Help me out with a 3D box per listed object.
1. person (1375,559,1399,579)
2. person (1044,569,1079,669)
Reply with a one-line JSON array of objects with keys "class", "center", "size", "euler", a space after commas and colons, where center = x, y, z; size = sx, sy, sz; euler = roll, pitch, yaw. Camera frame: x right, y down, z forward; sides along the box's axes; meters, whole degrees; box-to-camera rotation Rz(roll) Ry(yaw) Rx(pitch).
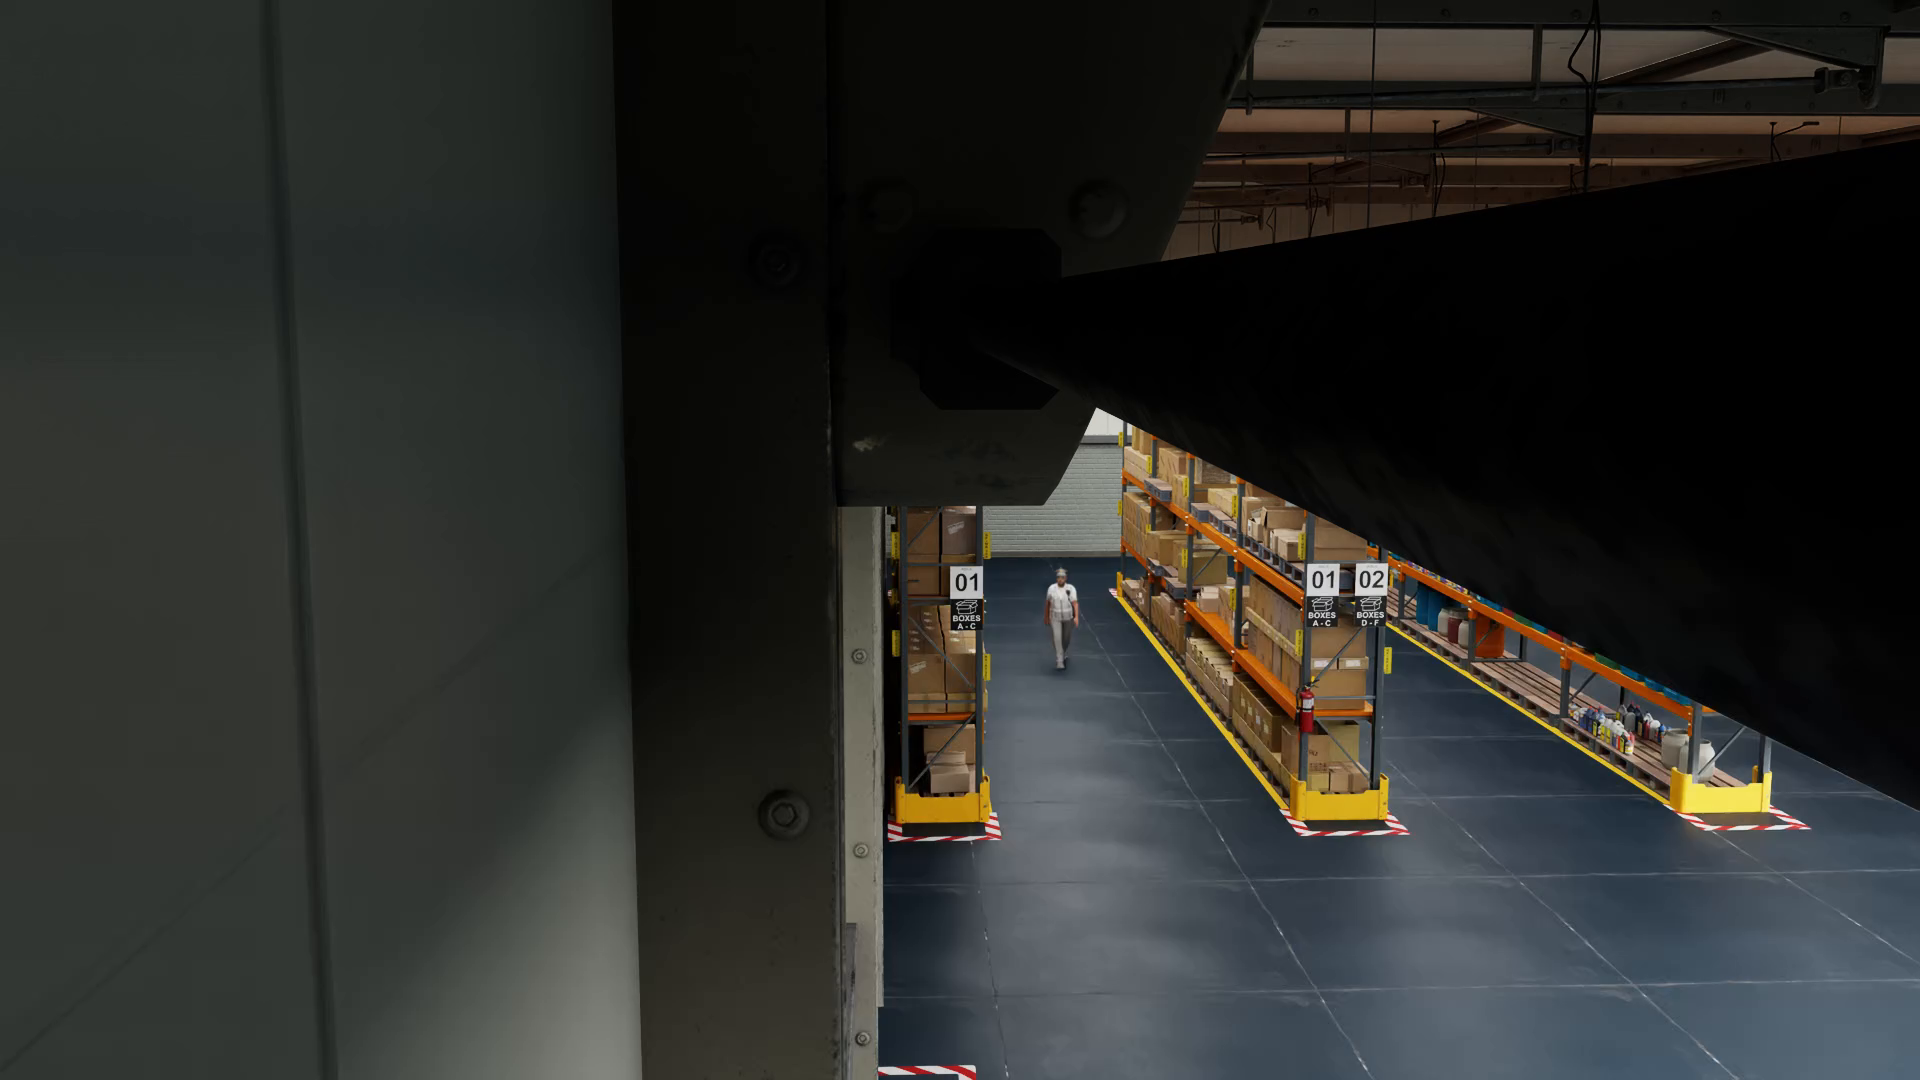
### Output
[{"class": "person", "center": [9.990, 0.069, 38.701], "size": [0.547, 1.627, 1.034], "euler": [-2, 8, -17]}, {"class": "person", "center": [1.798, 1.359, 29.358], "size": [0.573, 1.728, 1.072], "euler": [-1, 8, -6]}]
